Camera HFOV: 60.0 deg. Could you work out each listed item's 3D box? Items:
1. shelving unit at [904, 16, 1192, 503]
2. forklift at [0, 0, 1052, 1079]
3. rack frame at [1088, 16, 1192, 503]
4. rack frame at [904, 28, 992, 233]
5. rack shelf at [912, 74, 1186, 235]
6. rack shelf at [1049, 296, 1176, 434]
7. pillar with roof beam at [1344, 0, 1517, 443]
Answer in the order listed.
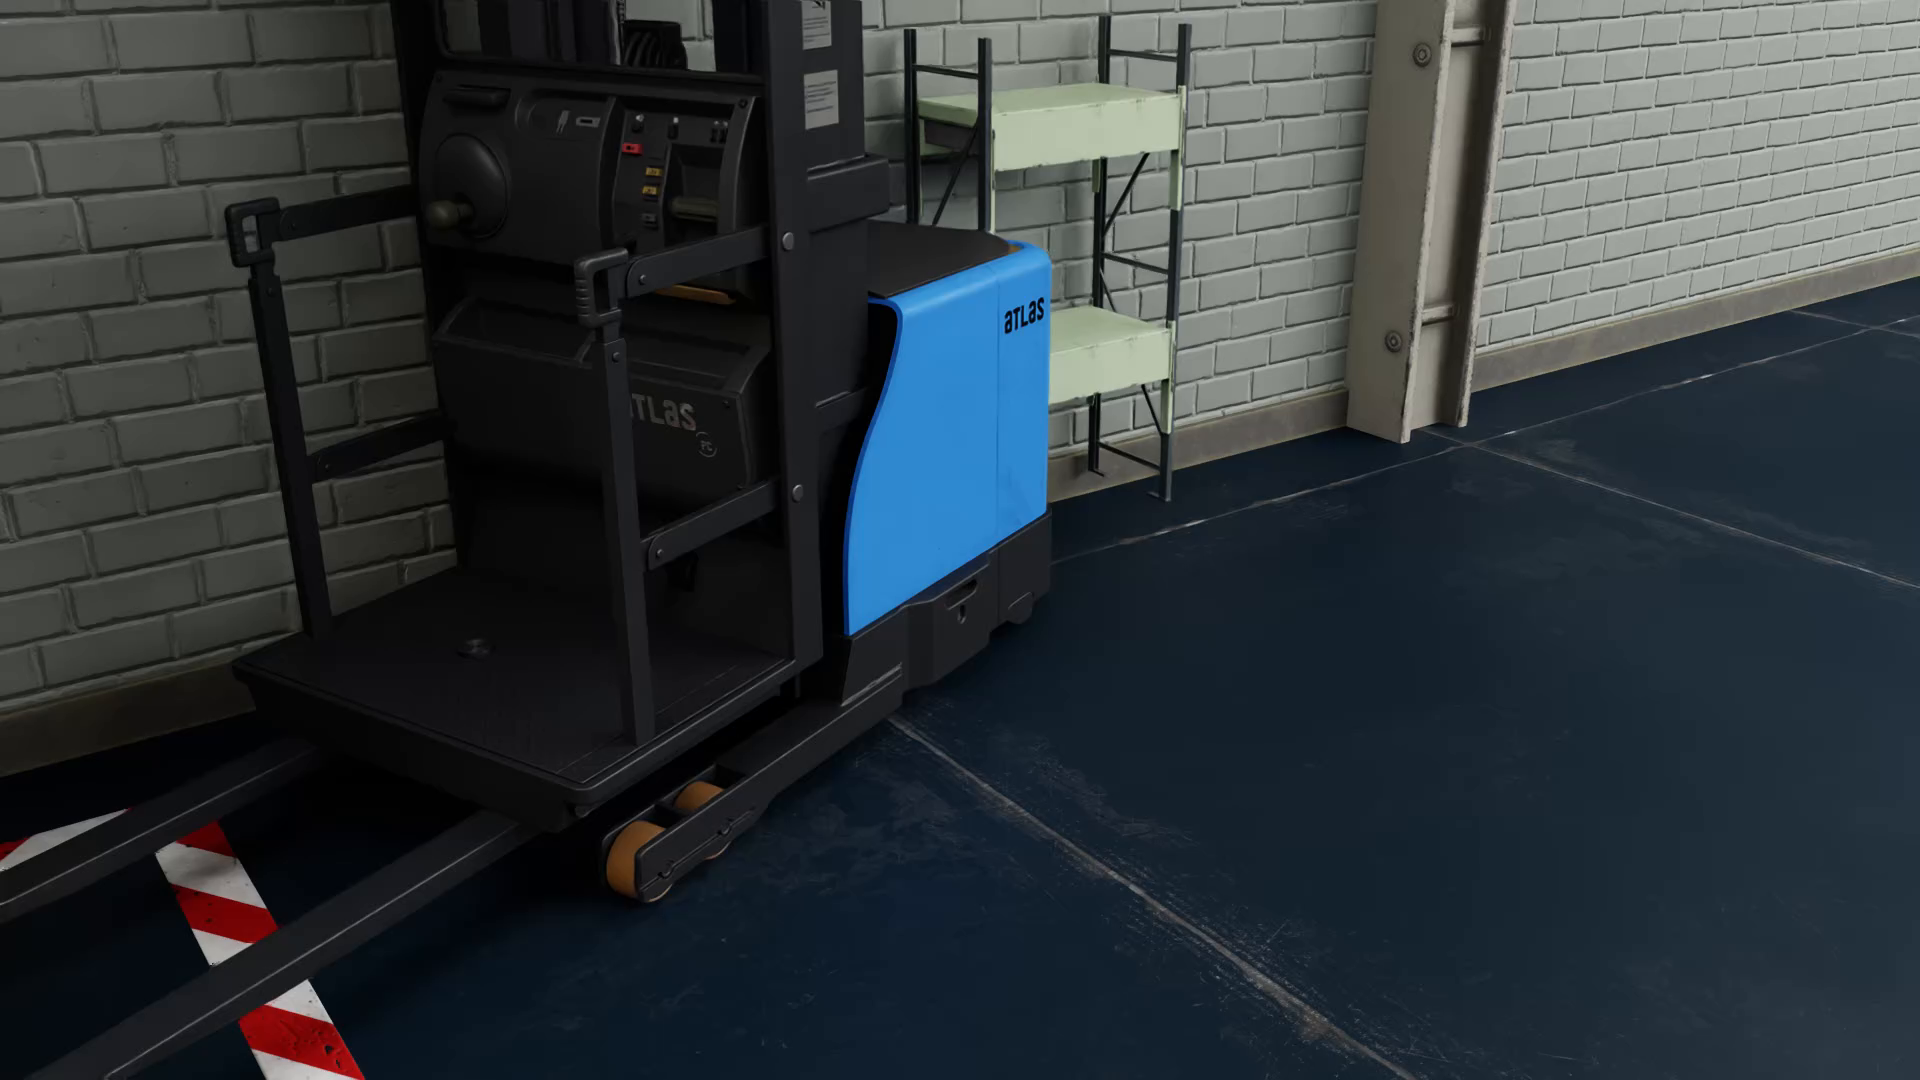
[{"bbox_3d":[0.264,-0.800,5.122,0.755,1.500,0.431,-15,26,-32],"label":"shelving unit"},{"bbox_3d":[-0.937,-0.798,3.442,1.130,2.935,3.031,13,25,29],"label":"forklift"},{"bbox_3d":[0.562,-0.880,5.319,0.023,1.500,0.400,-15,26,-32],"label":"rack frame"},{"bbox_3d":[-0.035,-0.719,4.926,0.023,1.500,0.400,-15,26,-32],"label":"rack frame"},{"bbox_3d":[0.262,-1.162,4.977,0.720,0.370,0.431,-15,26,-32],"label":"rack shelf"},{"bbox_3d":[0.265,-0.497,5.244,0.720,0.370,0.431,-15,26,-32],"label":"rack shelf"},{"bbox_3d":[4.258,-3.340,1.624,0.400,9.000,9.100,-15,26,-33],"label":"pillar with roof beam"}]
